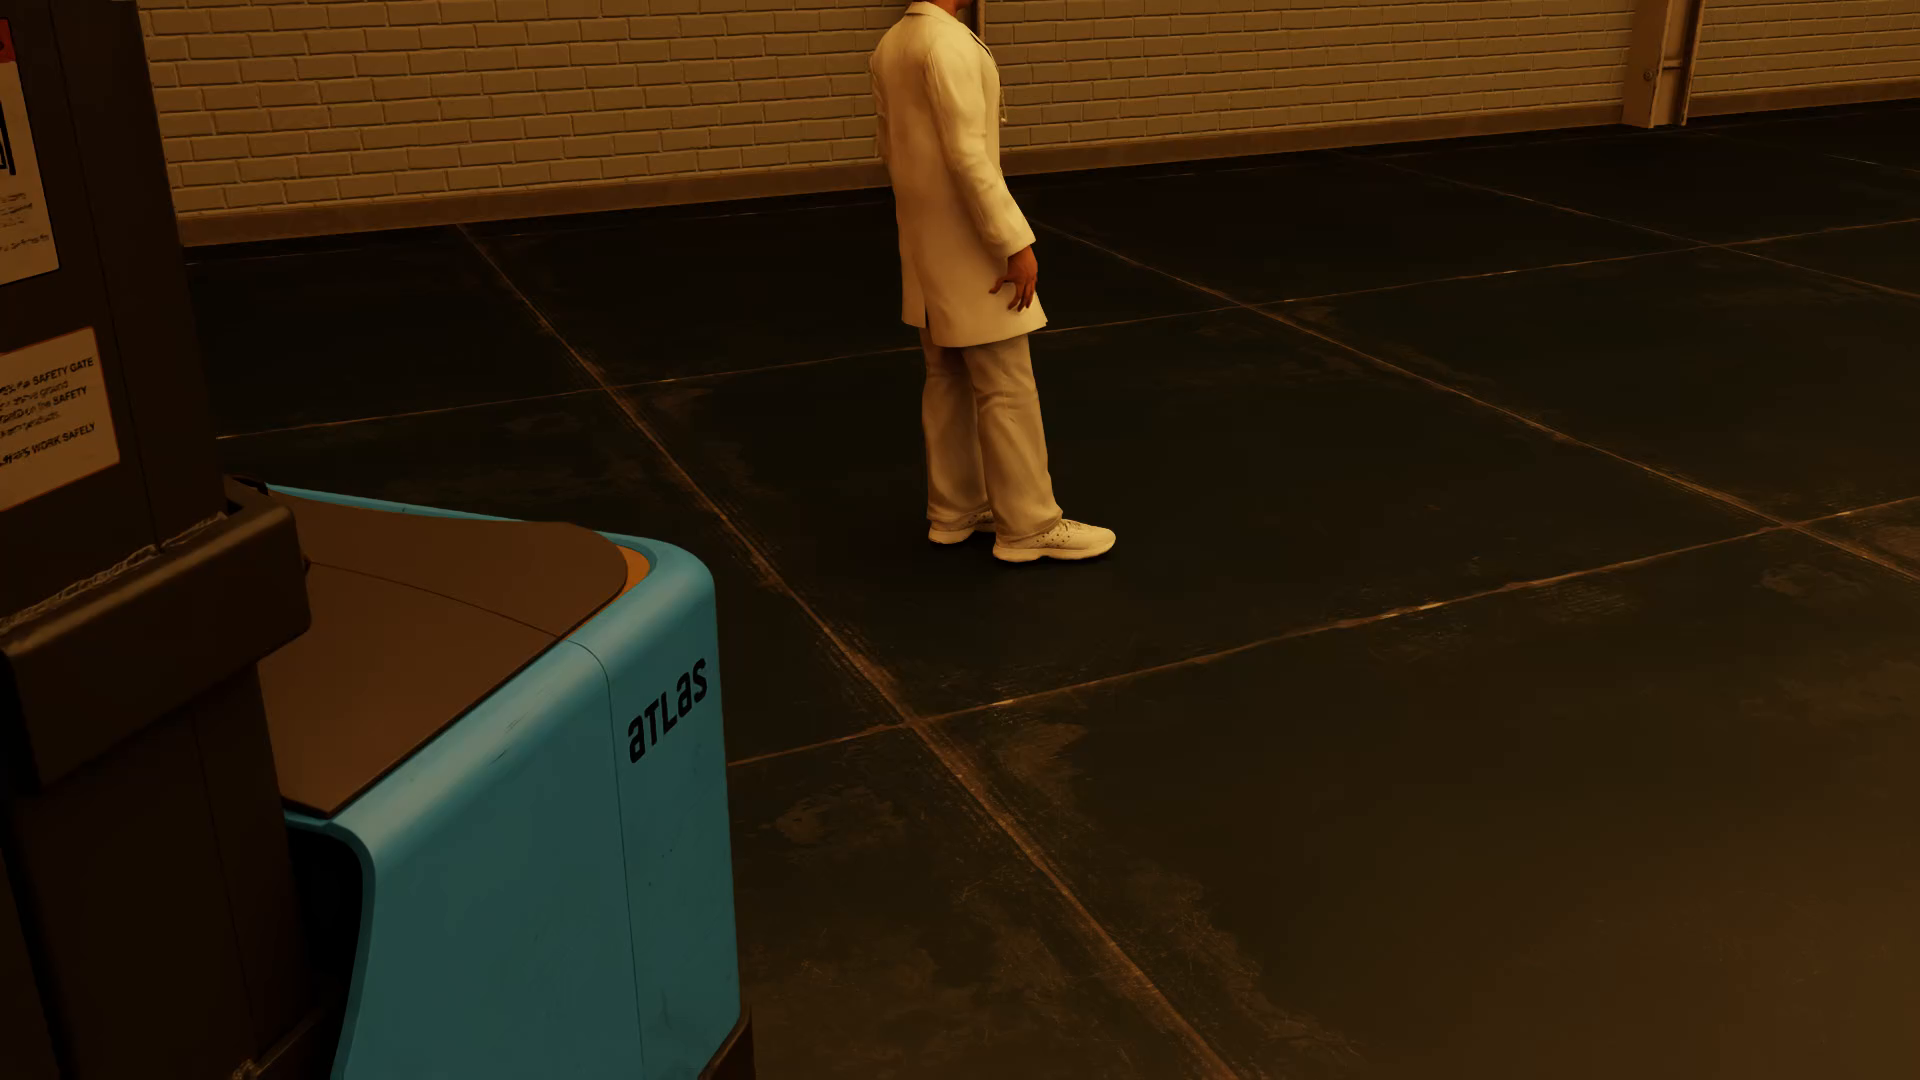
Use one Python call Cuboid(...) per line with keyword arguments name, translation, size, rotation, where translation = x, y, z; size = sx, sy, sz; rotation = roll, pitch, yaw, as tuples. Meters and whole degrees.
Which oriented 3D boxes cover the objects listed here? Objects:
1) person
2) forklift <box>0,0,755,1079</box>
Cuboid(name="person", translation=(0.084, -0.841, 4.796), size=(0.578, 1.777, 0.698), rotation=(-10, 25, -23))
Cuboid(name="forklift", translation=(-1.287, 0.116, 1.007), size=(1.130, 2.935, 3.031), rotation=(8, 24, 18))
